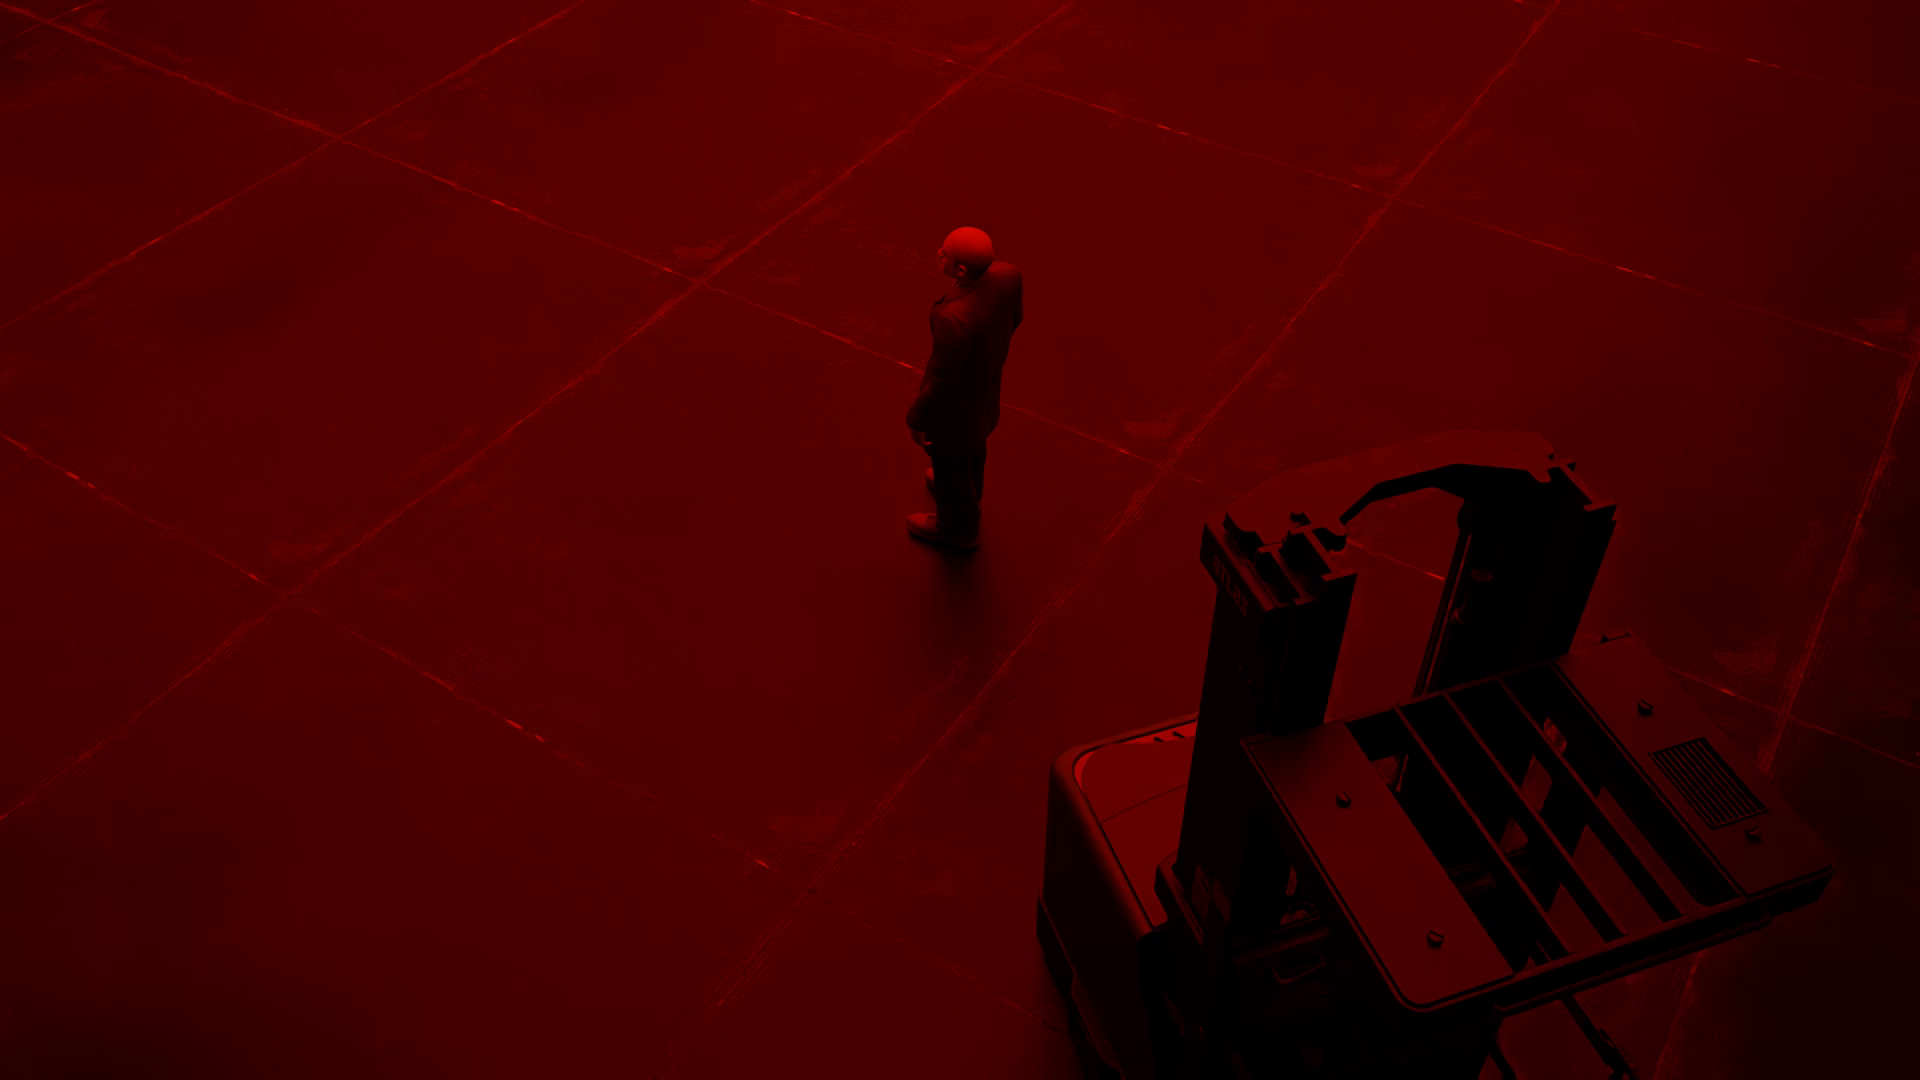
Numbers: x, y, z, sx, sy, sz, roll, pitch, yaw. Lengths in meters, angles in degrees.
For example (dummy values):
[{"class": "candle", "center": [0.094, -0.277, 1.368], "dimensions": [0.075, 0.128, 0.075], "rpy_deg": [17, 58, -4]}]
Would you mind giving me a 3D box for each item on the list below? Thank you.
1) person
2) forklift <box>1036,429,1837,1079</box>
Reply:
[{"class": "person", "center": [-0.075, -0.687, 7.400], "dimensions": [0.579, 1.778, 0.698], "rpy_deg": [24, 48, 23]}, {"class": "forklift", "center": [1.261, 1.284, 4.495], "dimensions": [1.130, 2.935, 3.031], "rpy_deg": [-14, 45, -14]}]
